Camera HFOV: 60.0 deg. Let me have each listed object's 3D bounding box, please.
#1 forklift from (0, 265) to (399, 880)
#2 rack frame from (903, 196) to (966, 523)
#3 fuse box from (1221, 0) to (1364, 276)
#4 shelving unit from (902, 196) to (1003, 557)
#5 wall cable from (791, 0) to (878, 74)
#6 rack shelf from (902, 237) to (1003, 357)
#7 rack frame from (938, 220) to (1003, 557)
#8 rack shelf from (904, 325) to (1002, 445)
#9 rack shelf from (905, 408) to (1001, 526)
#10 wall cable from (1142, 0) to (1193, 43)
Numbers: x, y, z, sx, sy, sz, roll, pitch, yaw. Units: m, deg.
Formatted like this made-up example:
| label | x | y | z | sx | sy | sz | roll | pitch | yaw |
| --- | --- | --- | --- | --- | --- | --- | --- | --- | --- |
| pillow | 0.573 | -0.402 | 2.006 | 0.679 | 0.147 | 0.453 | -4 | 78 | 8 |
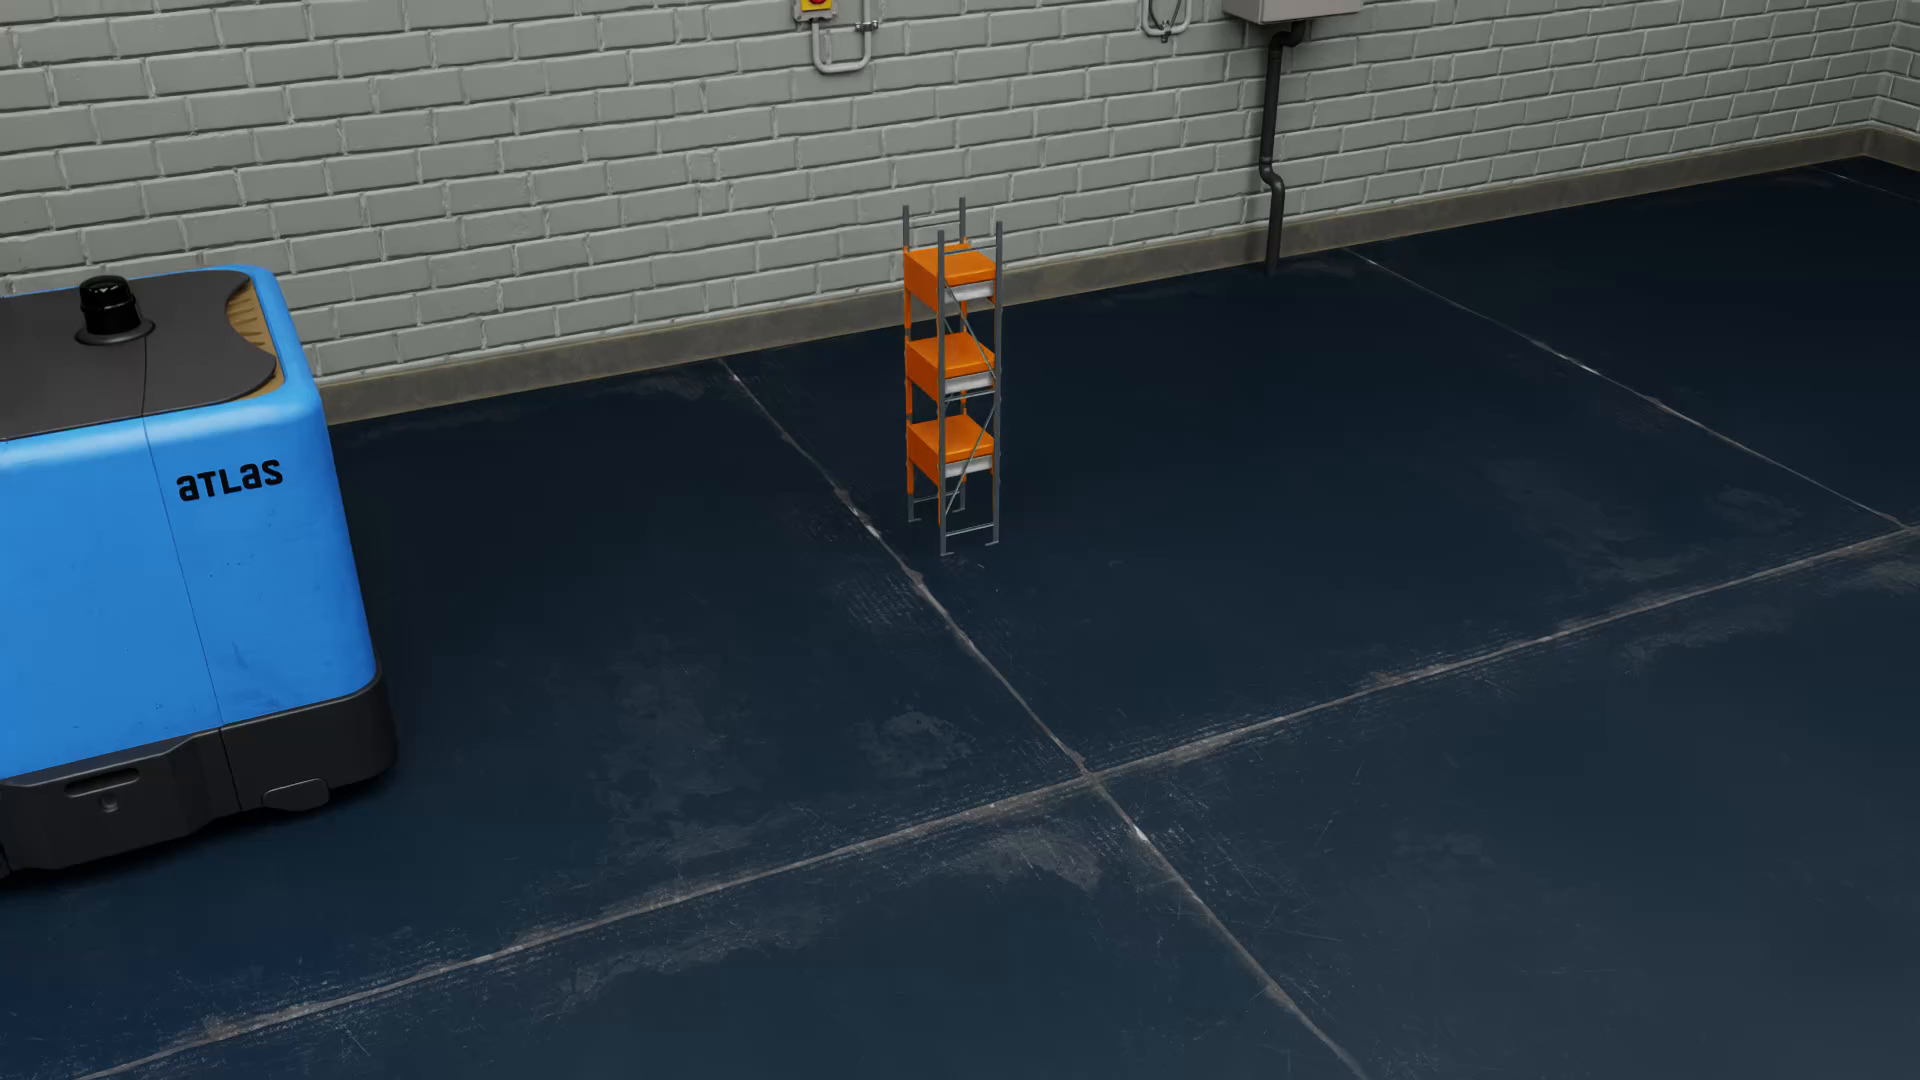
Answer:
| label | x | y | z | sx | sy | sz | roll | pitch | yaw |
| --- | --- | --- | --- | --- | --- | --- | --- | --- | --- |
| forklift | -2.957 | -0.555 | 3.244 | 3.031 | 2.935 | 1.130 | -13 | 32 | -23 |
| rack frame | -0.075 | -0.535 | 5.132 | 0.200 | 1.050 | 0.008 | -13 | 32 | -22 |
| fuse box | 1.409 | -1.915 | 6.916 | 0.539 | 1.711 | 0.414 | -13 | 32 | -22 |
| shelving unit | -0.023 | -0.482 | 5.035 | 0.215 | 1.050 | 0.252 | -13 | 32 | -22 |
| wall cable | -0.551 | -2.558 | 5.673 | 0.585 | 1.953 | 0.123 | -13 | 32 | -22 |
| rack shelf | -0.023 | -0.720 | 4.902 | 0.215 | 0.259 | 0.240 | -13 | 32 | -22 |
| rack frame | 0.029 | -0.428 | 4.939 | 0.200 | 1.050 | 0.008 | -13 | 32 | -22 |
| rack shelf | -0.023 | -0.472 | 5.041 | 0.215 | 0.259 | 0.240 | -13 | 32 | -22 |
| rack shelf | -0.023 | -0.230 | 5.177 | 0.215 | 0.259 | 0.240 | -13 | 32 | -22 |
| wall cable | 0.725 | -2.847 | 6.221 | 0.588 | 1.984 | 0.122 | -13 | 32 | -22 |
